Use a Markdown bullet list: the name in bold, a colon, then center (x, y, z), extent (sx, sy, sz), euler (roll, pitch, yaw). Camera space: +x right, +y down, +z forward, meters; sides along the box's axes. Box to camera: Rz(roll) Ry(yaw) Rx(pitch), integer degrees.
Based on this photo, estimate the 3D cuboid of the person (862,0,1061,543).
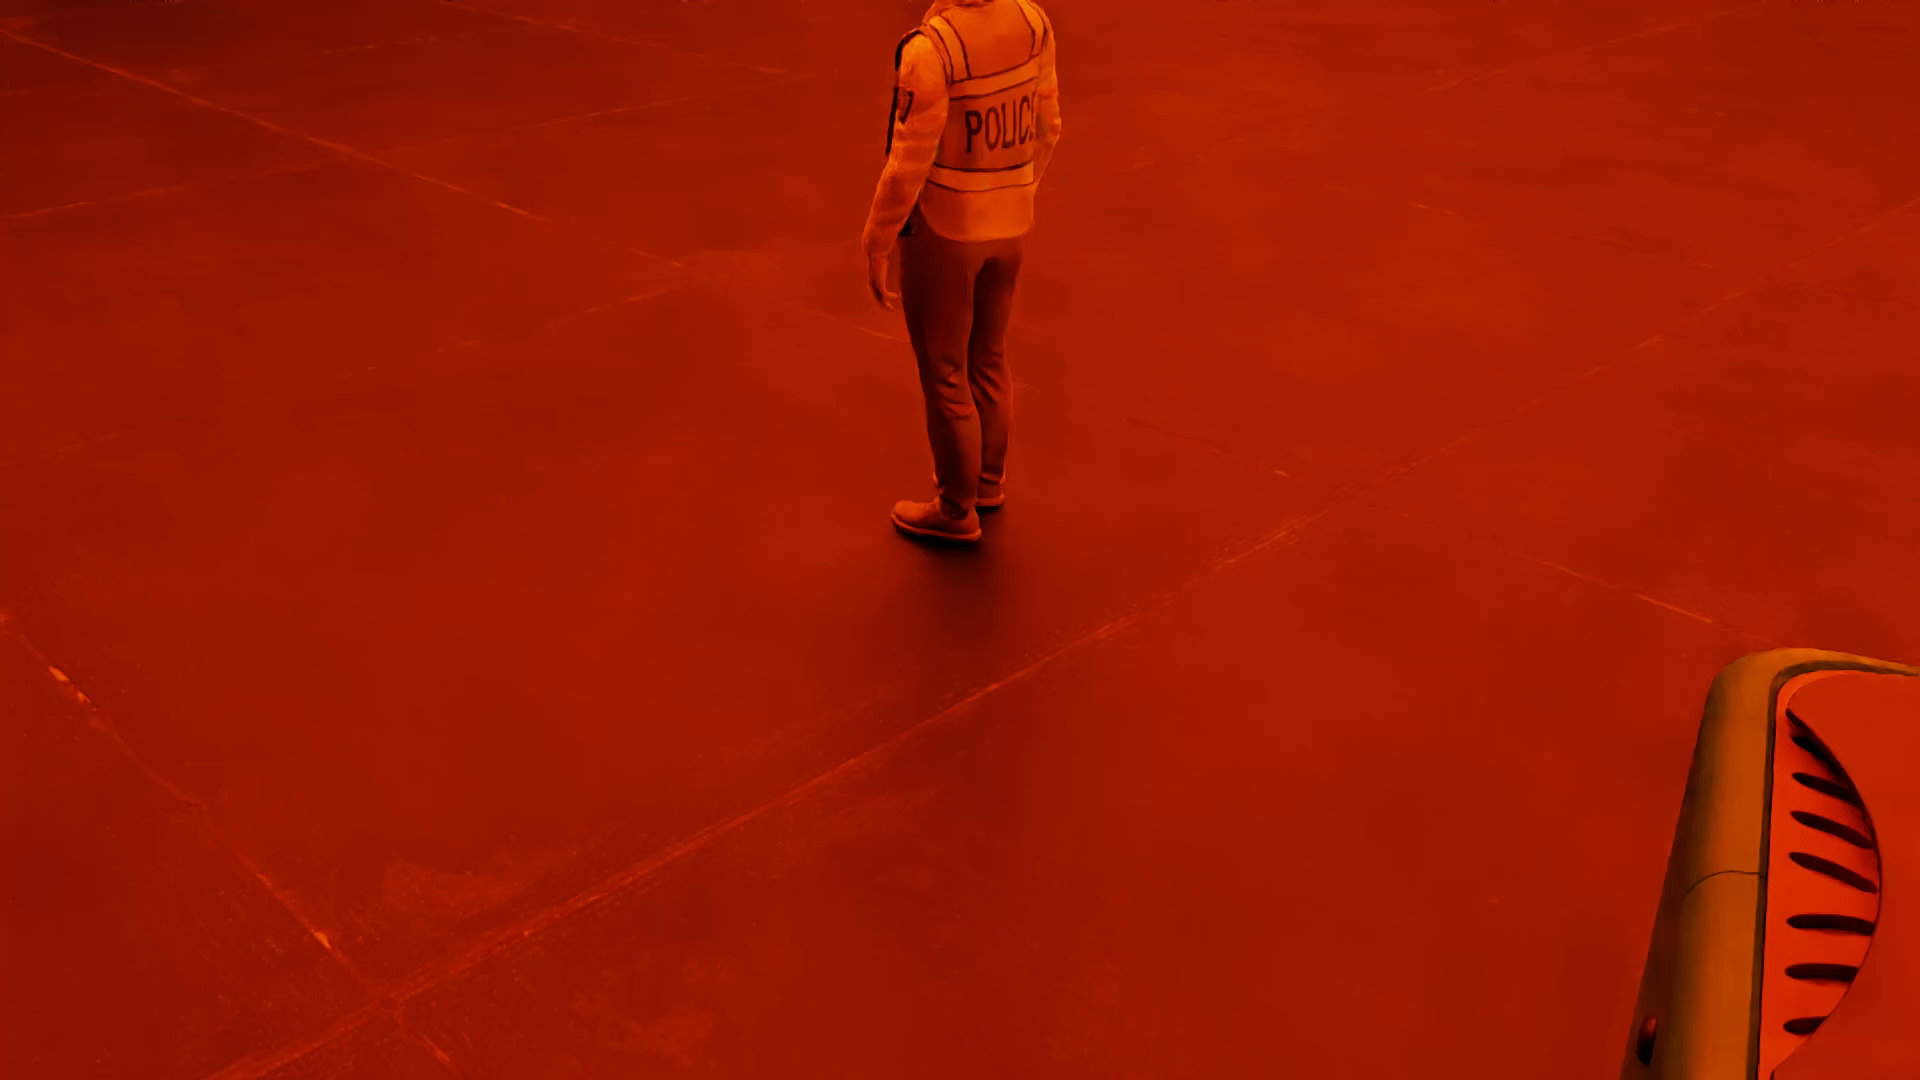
- **person**: center (-0.043, -0.791, 4.214), extent (0.586, 1.695, 0.532), euler (-24, 35, -39)
